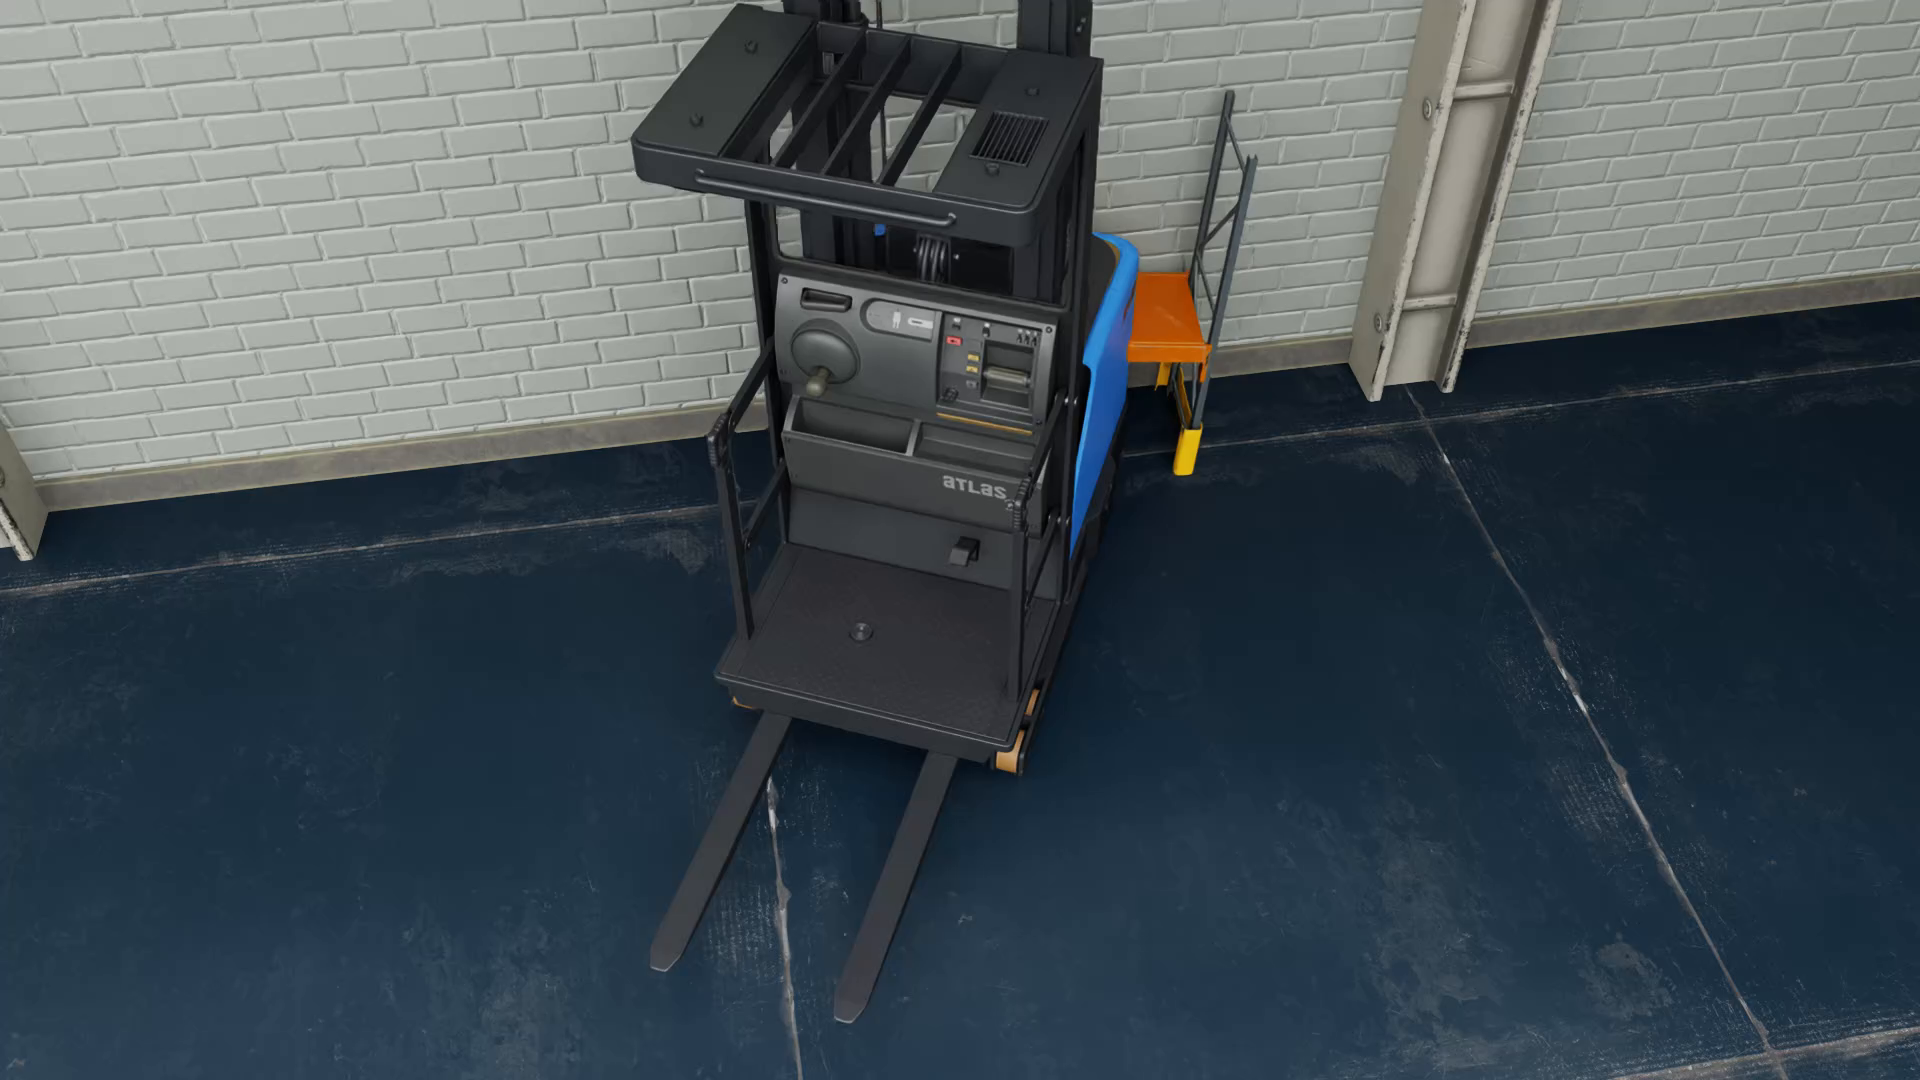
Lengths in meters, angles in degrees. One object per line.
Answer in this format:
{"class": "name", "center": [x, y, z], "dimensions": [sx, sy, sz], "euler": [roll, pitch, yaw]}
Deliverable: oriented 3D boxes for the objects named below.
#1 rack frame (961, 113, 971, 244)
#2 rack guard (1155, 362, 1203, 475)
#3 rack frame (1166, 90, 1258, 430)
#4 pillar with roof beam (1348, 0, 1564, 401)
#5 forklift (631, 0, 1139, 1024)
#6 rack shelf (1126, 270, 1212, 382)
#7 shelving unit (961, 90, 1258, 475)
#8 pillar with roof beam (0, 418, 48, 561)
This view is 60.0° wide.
{"class": "rack frame", "center": [-0.016, -1.016, 6.614], "dimensions": [0.032, 1.500, 0.500], "euler": [0, 44, -5]}
{"class": "rack guard", "center": [0.935, -0.566, 7.141], "dimensions": [0.087, 0.250, 0.587], "euler": [0, 44, -5]}
{"class": "rack frame", "center": [0.997, -1.012, 6.708], "dimensions": [0.032, 1.500, 0.500], "euler": [0, 44, -5]}
{"class": "pillar with roof beam", "center": [2.708, -0.813, 1.284], "dimensions": [0.400, 9.000, 9.100], "euler": [-7, 46, -7]}
{"class": "forklift", "center": [-0.211, -0.511, 5.207], "dimensions": [1.130, 2.935, 3.031], "euler": [12, 47, 11]}
{"class": "rack shelf", "center": [0.478, -0.886, 6.786], "dimensions": [1.000, 0.185, 0.538], "euler": [0, 44, -5]}
{"class": "shelving unit", "center": [0.482, -1.014, 6.660], "dimensions": [1.083, 1.500, 0.587], "euler": [0, 44, -5]}
{"class": "pillar with roof beam", "center": [-3.205, -0.076, 0.574], "dimensions": [0.400, 9.000, 9.100], "euler": [-7, 46, -7]}
